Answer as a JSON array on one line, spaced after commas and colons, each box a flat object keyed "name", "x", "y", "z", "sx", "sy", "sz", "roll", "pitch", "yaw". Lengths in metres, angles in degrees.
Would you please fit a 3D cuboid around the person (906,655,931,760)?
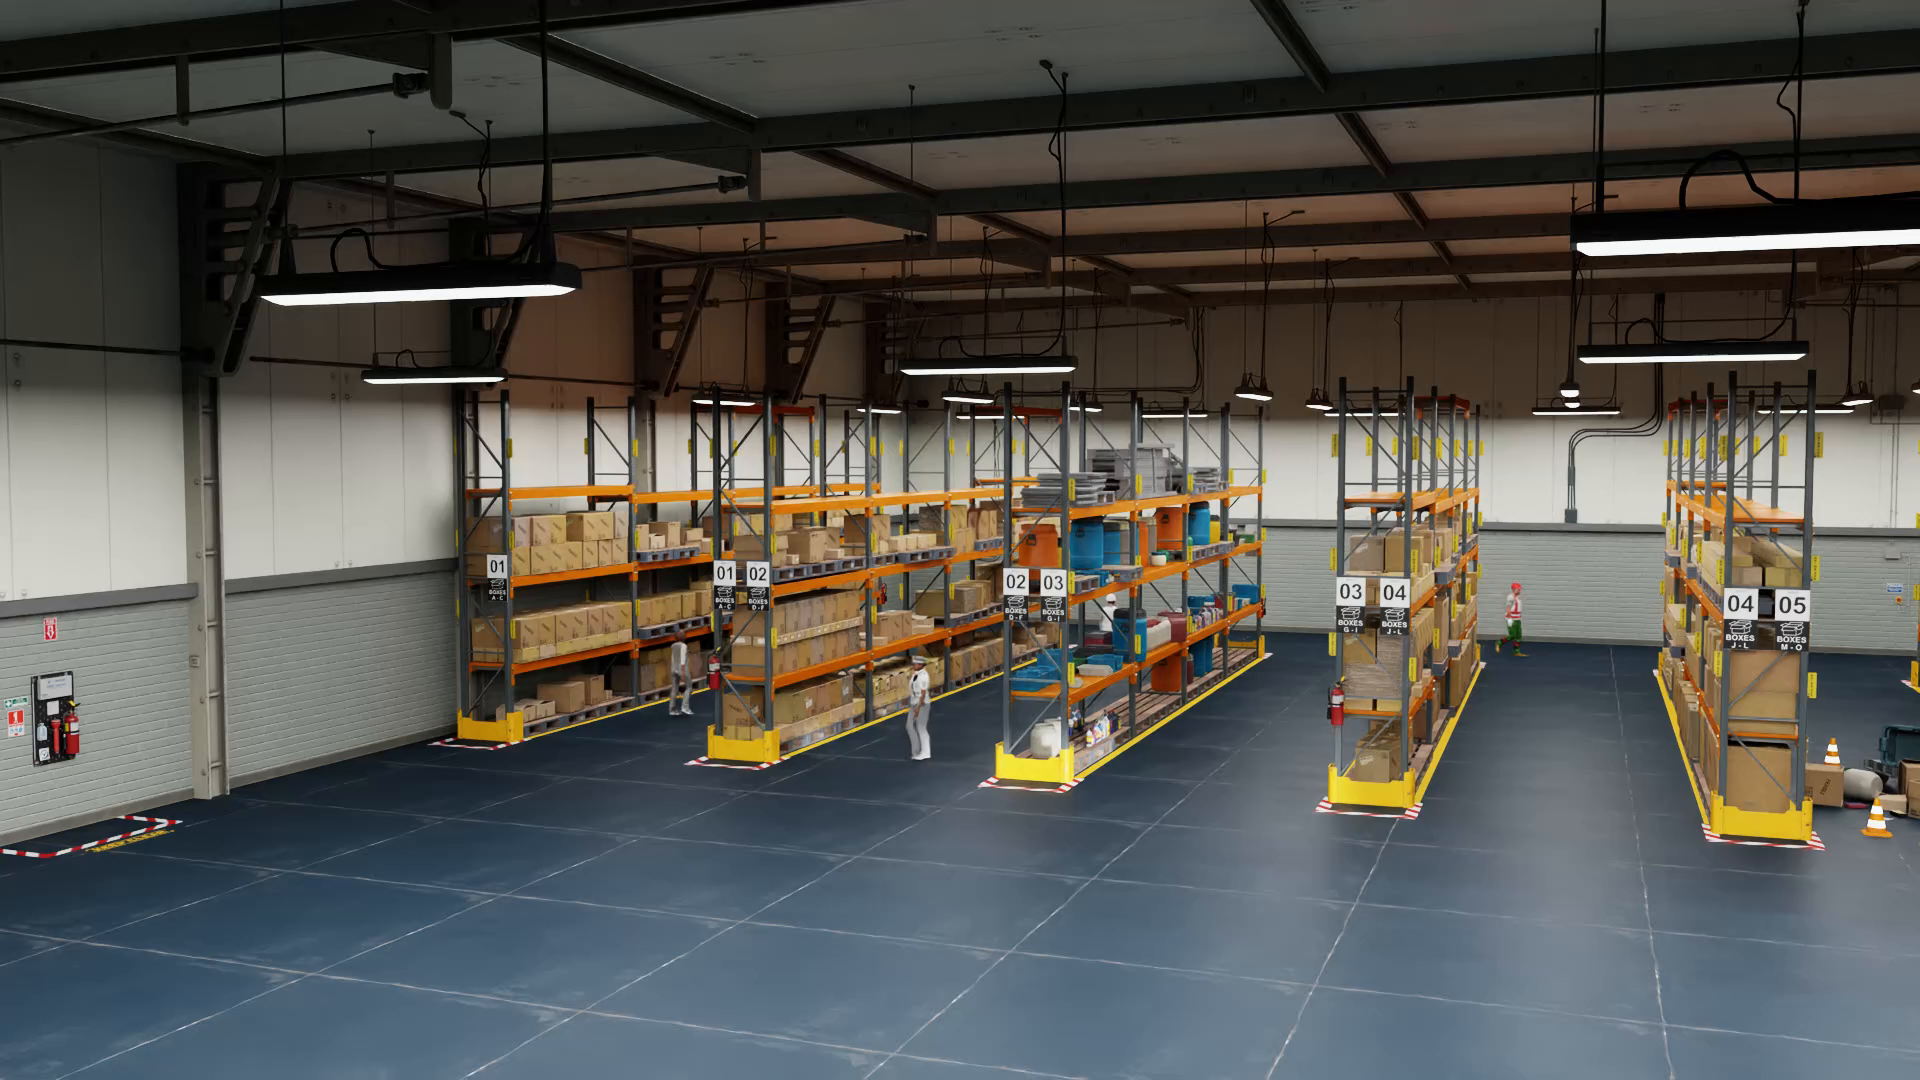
[{"name": "person", "x": -0.653, "y": 2.729, "z": 26.729, "sx": 0.369, "sy": 1.770, "sz": 0.513, "roll": -1, "pitch": 3, "yaw": -18}]

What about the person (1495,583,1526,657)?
[{"name": "person", "x": 13.206, "y": 1.912, "z": 39.826, "sx": 0.687, "sy": 1.781, "sz": 0.613, "roll": 3, "pitch": 4, "yaw": 42}]

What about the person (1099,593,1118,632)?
[{"name": "person", "x": 3.370, "y": 2.079, "z": 37.074, "sx": 0.567, "sy": 1.773, "sz": 0.494, "roll": 1, "pitch": 3, "yaw": 25}]

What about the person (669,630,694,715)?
[{"name": "person", "x": -5.287, "y": 2.497, "z": 31.154, "sx": 0.432, "sy": 1.610, "sz": 0.513, "roll": 2, "pitch": 4, "yaw": 32}]
